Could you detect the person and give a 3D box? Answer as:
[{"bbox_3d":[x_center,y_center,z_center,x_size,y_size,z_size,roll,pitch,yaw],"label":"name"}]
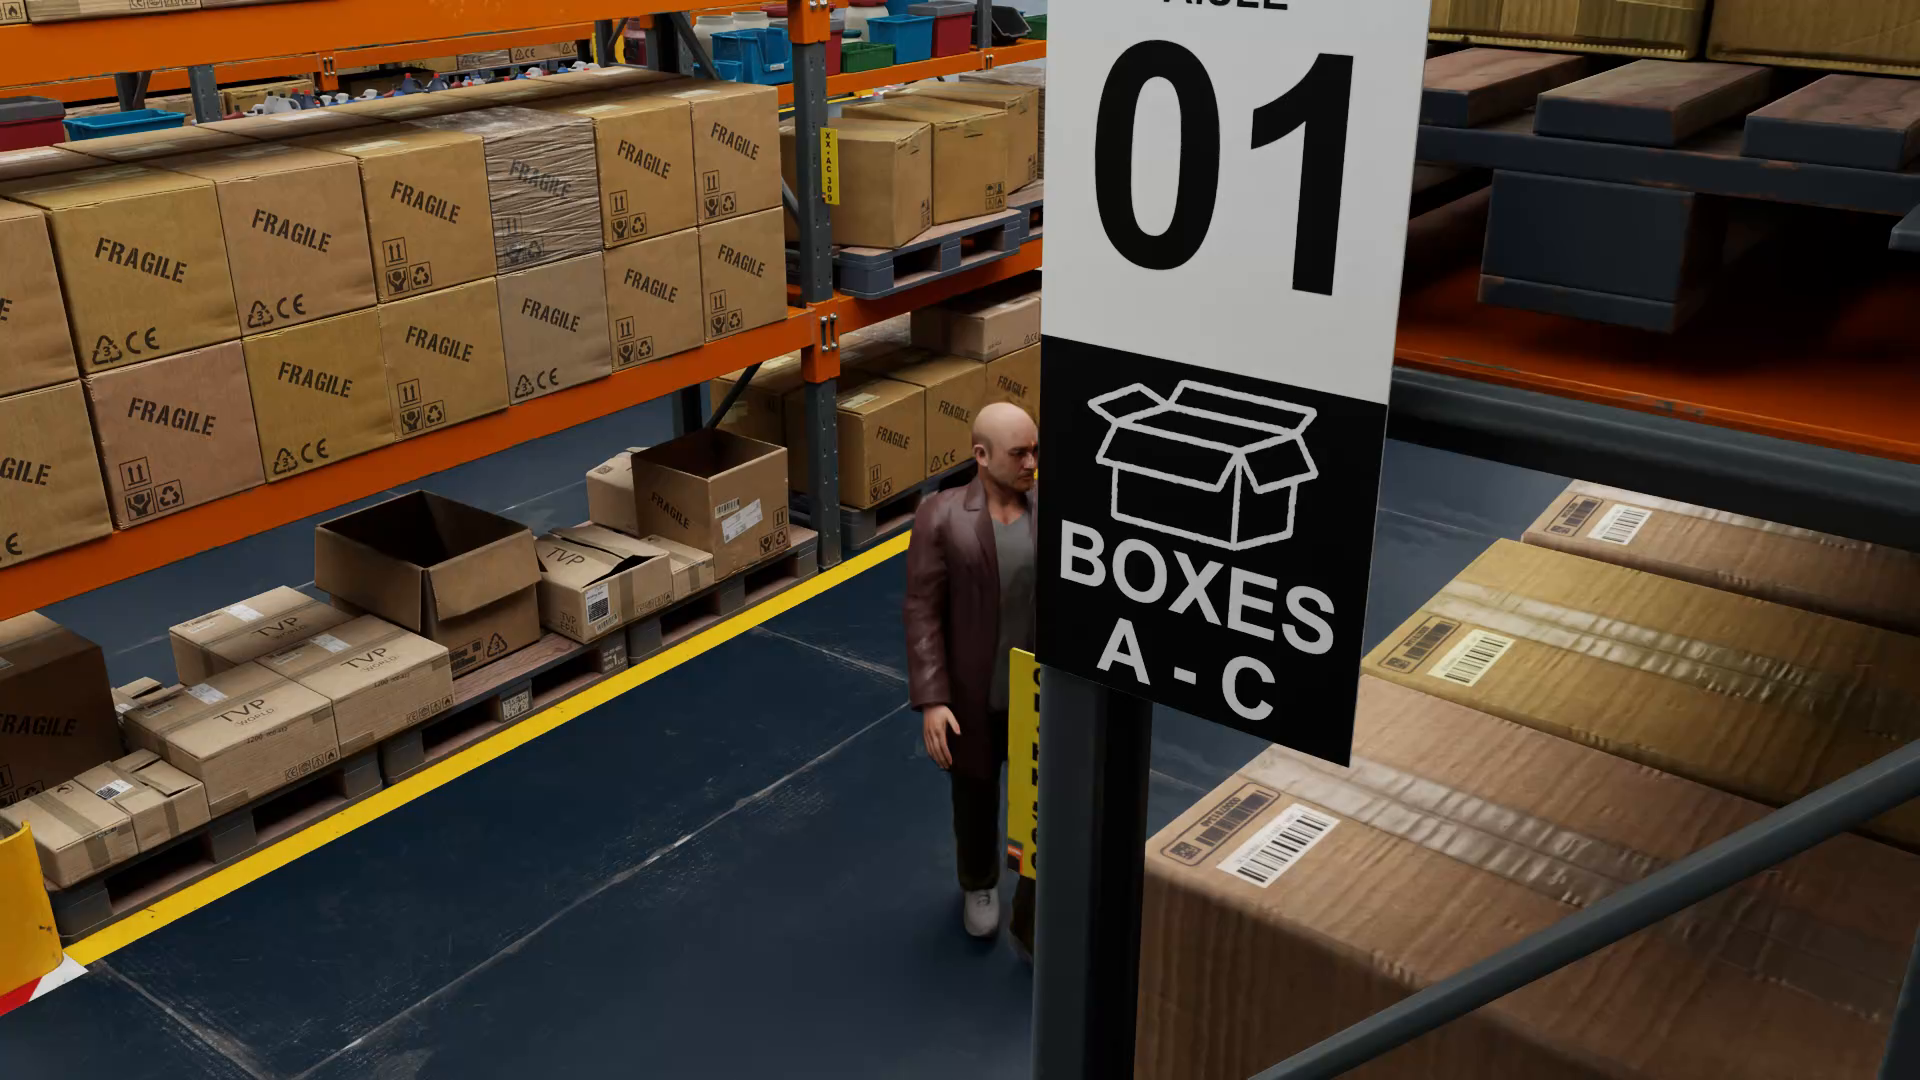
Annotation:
[{"bbox_3d":[0.131,0.501,4.979,0.598,1.832,0.695,-3,23,-7],"label":"person"}]
